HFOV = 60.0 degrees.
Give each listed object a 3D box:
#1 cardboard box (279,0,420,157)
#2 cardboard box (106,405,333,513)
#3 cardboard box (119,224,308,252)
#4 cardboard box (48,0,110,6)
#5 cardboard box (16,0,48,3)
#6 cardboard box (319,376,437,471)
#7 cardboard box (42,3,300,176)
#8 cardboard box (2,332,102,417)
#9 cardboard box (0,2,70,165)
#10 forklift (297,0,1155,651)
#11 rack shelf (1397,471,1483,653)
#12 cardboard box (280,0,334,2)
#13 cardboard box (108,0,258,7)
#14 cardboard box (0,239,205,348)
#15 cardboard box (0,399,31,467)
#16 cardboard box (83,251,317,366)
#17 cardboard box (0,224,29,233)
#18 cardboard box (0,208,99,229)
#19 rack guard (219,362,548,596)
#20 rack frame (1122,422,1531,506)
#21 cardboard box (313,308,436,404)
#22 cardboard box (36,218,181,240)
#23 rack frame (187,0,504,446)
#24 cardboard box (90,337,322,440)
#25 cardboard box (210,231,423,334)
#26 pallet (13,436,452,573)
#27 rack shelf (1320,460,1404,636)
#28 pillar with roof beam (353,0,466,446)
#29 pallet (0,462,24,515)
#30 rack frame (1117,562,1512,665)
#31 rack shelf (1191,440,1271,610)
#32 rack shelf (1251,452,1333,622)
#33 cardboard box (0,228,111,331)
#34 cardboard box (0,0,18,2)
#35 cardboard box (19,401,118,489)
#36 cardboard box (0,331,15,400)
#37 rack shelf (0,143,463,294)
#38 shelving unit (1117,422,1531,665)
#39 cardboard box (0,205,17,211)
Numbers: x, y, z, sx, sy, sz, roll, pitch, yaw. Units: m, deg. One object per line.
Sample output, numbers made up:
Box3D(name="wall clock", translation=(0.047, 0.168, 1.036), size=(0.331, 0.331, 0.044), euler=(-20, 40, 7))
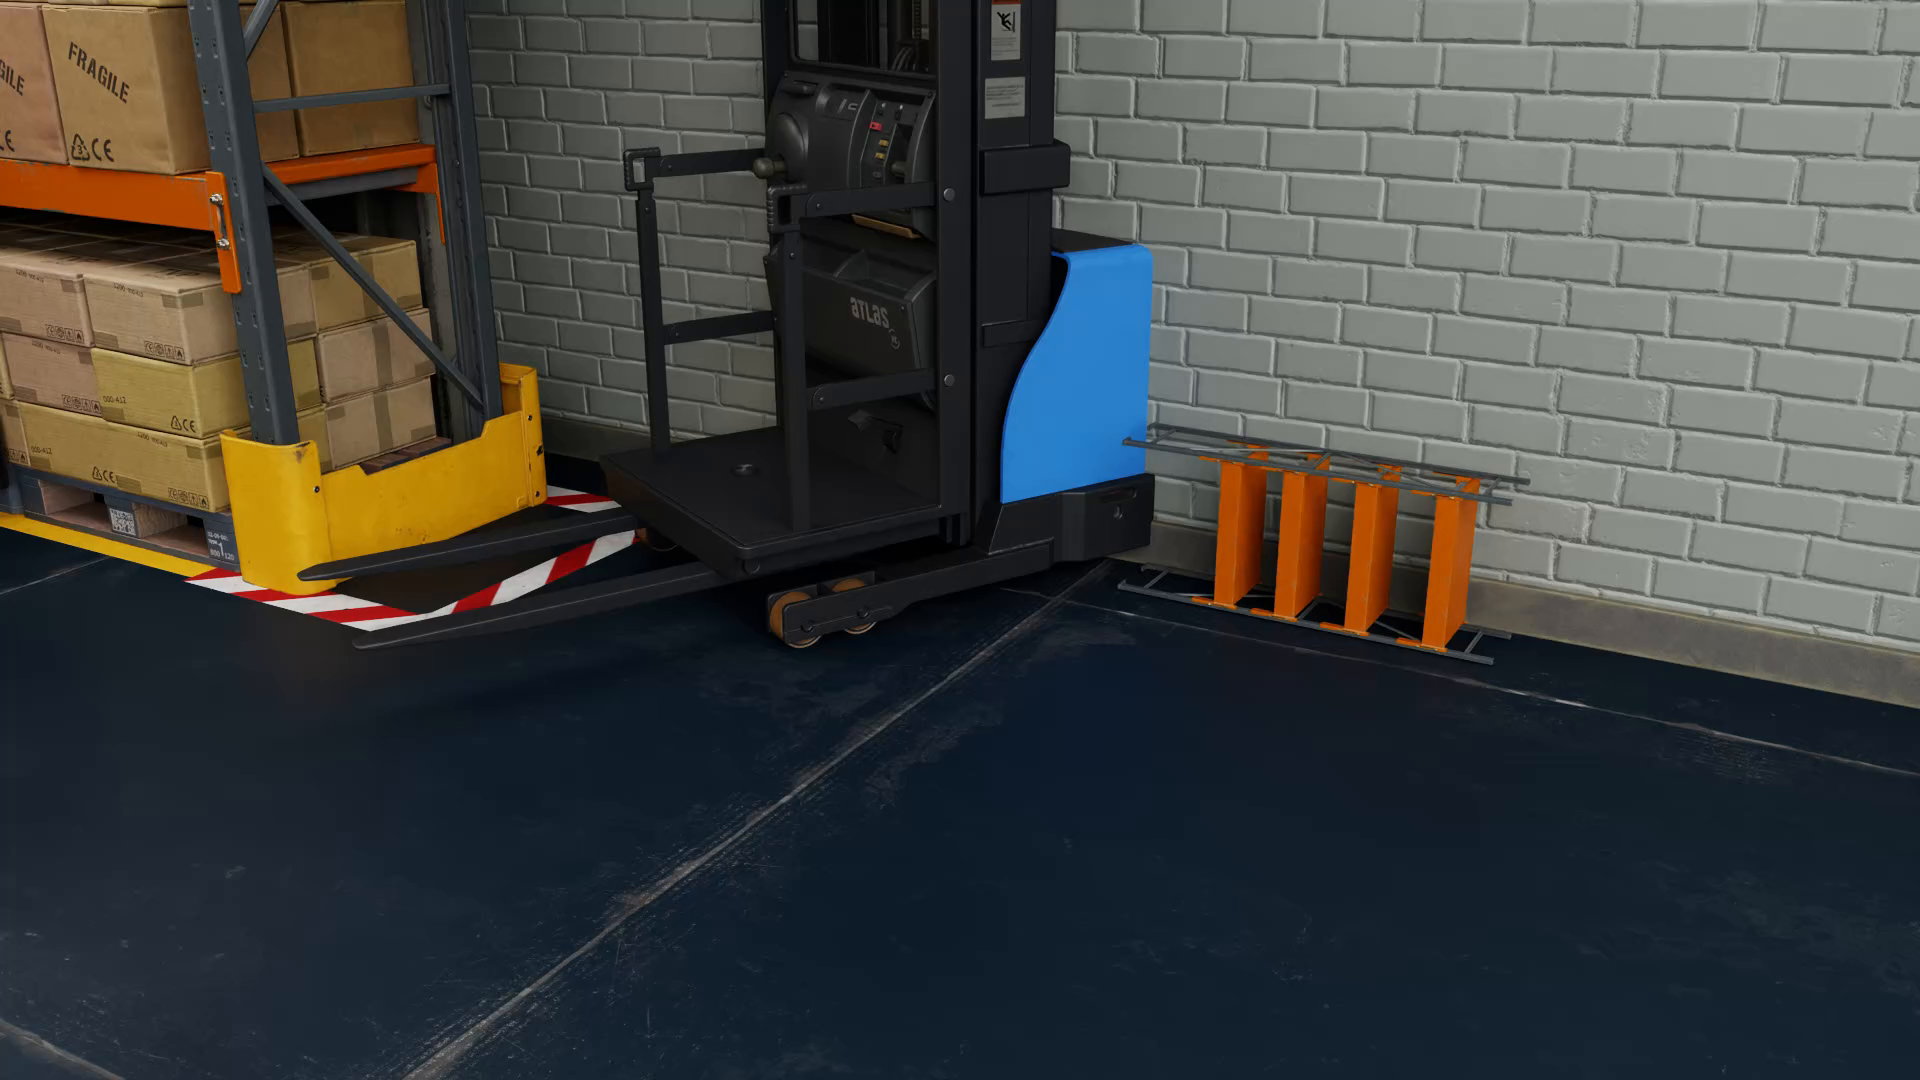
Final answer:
Box3D(name="cardboard box", translation=(-2.288, -1.641, 5.844), size=(0.500, 0.500, 0.500), euler=(12, 23, 29))
Box3D(name="cardboard box", translation=(-2.555, -0.318, 5.760), size=(0.500, 0.250, 0.500), euler=(11, 23, 28))
Box3D(name="cardboard box", translation=(-2.756, -1.022, 6.235), size=(0.500, 0.250, 0.500), euler=(11, 23, 27))
Box3D(name="cardboard box", translation=(-2.668, -1.789, 5.300), size=(0.250, 0.149, 0.380), euler=(11, 23, 28))
Box3D(name="cardboard box", translation=(-2.865, -1.850, 5.469), size=(0.250, 0.149, 0.380), euler=(11, 23, 28))
Box3D(name="cardboard box", translation=(-2.325, -0.474, 6.189), size=(0.500, 0.250, 0.500), euler=(11, 23, 28))
Box3D(name="cardboard box", translation=(-2.549, -1.480, 5.399), size=(0.500, 0.500, 0.500), euler=(10, 22, 26))
Box3D(name="cardboard box", translation=(-3.001, -0.643, 5.923), size=(0.500, 0.250, 0.500), euler=(11, 22, 27))
Box3D(name="cardboard box", translation=(-2.997, -1.569, 5.645), size=(0.500, 0.500, 0.500), euler=(12, 23, 29))
Box3D(name="forklift", translation=(-0.525, -1.259, 5.038), size=(3.031, 2.935, 1.130), euler=(-13, 24, -31))
Box3D(name="rack shelf", translation=(1.429, 0.058, 4.949), size=(0.148, 0.480, 0.258), euler=(11, 23, 28))
Box3D(name="cardboard box", translation=(-2.161, -1.915, 5.647), size=(0.250, 0.149, 0.380), euler=(10, 22, 26))
Box3D(name="cardboard box", translation=(-2.431, -1.755, 5.207), size=(0.250, 0.149, 0.380), euler=(11, 23, 28))
Box3D(name="cardboard box", translation=(-2.994, -0.871, 5.817), size=(0.500, 0.250, 0.500), euler=(11, 23, 28))
Box3D(name="cardboard box", translation=(-3.417, -0.489, 6.232), size=(0.500, 0.250, 0.500), euler=(11, 23, 28))
Box3D(name="cardboard box", translation=(-2.545, -0.788, 5.588), size=(0.500, 0.250, 0.500), euler=(12, 23, 29))
Box3D(name="cardboard box", translation=(-3.878, -1.038, 6.279), size=(0.500, 0.250, 0.500), euler=(10, 22, 26))
Box3D(name="cardboard box", translation=(-3.632, -1.196, 6.713), size=(0.500, 0.250, 0.500), euler=(10, 22, 26))
Box3D(name="rack guard", translation=(-1.970, -0.250, 5.821), size=(0.348, 0.500, 1.175), euler=(11, 23, 27))
Box3D(name="rack frame", translation=(1.090, -0.239, 5.052), size=(1.200, 0.015, 0.240), euler=(11, 23, 28))
Box3D(name="cardboard box", translation=(-2.300, -0.709, 6.104), size=(0.500, 0.250, 0.500), euler=(11, 23, 28))
Box3D(name="cardboard box", translation=(-3.188, -1.109, 6.473), size=(0.500, 0.250, 0.500), euler=(11, 22, 27))
Box3D(name="rack frame", translation=(-1.991, -1.429, 5.406), size=(0.127, 3.000, 1.000), euler=(11, 23, 27))
Box3D(name="cardboard box", translation=(-2.569, -0.557, 5.685), size=(0.500, 0.250, 0.500), euler=(10, 22, 27))
Box3D(name="cardboard box", translation=(-2.318, -0.940, 6.009), size=(0.500, 0.250, 0.500), euler=(10, 22, 26))
Box3D(name="pallet", translation=(-2.679, -0.233, 6.198), size=(1.213, 0.211, 1.003), euler=(11, 23, 27))
Box3D(name="rack shelf", translation=(1.225, 0.017, 5.061), size=(0.148, 0.480, 0.258), euler=(11, 23, 28))
Box3D(name="pillar with roof beam", translation=(-4.259, -3.352, 1.909), size=(0.400, 9.000, 9.100), euler=(11, 23, 27))
Box3D(name="pallet", translation=(-3.740, -0.436, 6.758), size=(1.213, 0.211, 1.003), euler=(11, 23, 27))
Box3D(name="rack frame", translation=(1.090, 0.220, 5.218), size=(1.200, 0.015, 0.240), euler=(11, 23, 28))
Box3D(name="rack shelf", translation=(0.860, -0.055, 5.261), size=(0.148, 0.480, 0.258), euler=(11, 23, 28))
Box3D(name="rack shelf", translation=(1.032, -0.021, 5.167), size=(0.148, 0.480, 0.258), euler=(11, 23, 28))
Box3D(name="cardboard box", translation=(-3.439, -0.952, 6.040), size=(0.500, 0.250, 0.500), euler=(11, 23, 28))
Box3D(name="cardboard box", translation=(-3.076, -1.895, 5.592), size=(0.250, 0.149, 0.380), euler=(11, 22, 27))
Box3D(name="cardboard box", translation=(-2.985, -0.404, 5.995), size=(0.500, 0.250, 0.500), euler=(11, 23, 27))
Box3D(name="cardboard box", translation=(-3.462, -0.723, 6.143), size=(0.500, 0.250, 0.500), euler=(10, 22, 26))
Box3D(name="rack shelf", translation=(-3.737, -1.424, 6.446), size=(4.000, 0.370, 1.077), euler=(11, 23, 27))
Box3D(name="shelving unit", translation=(1.090, -0.010, 5.135), size=(1.200, 0.503, 0.258), euler=(11, 23, 28))
Box3D(name="cardboard box", translation=(-4.075, -1.277, 6.937), size=(0.500, 0.250, 0.500), euler=(11, 23, 28))
